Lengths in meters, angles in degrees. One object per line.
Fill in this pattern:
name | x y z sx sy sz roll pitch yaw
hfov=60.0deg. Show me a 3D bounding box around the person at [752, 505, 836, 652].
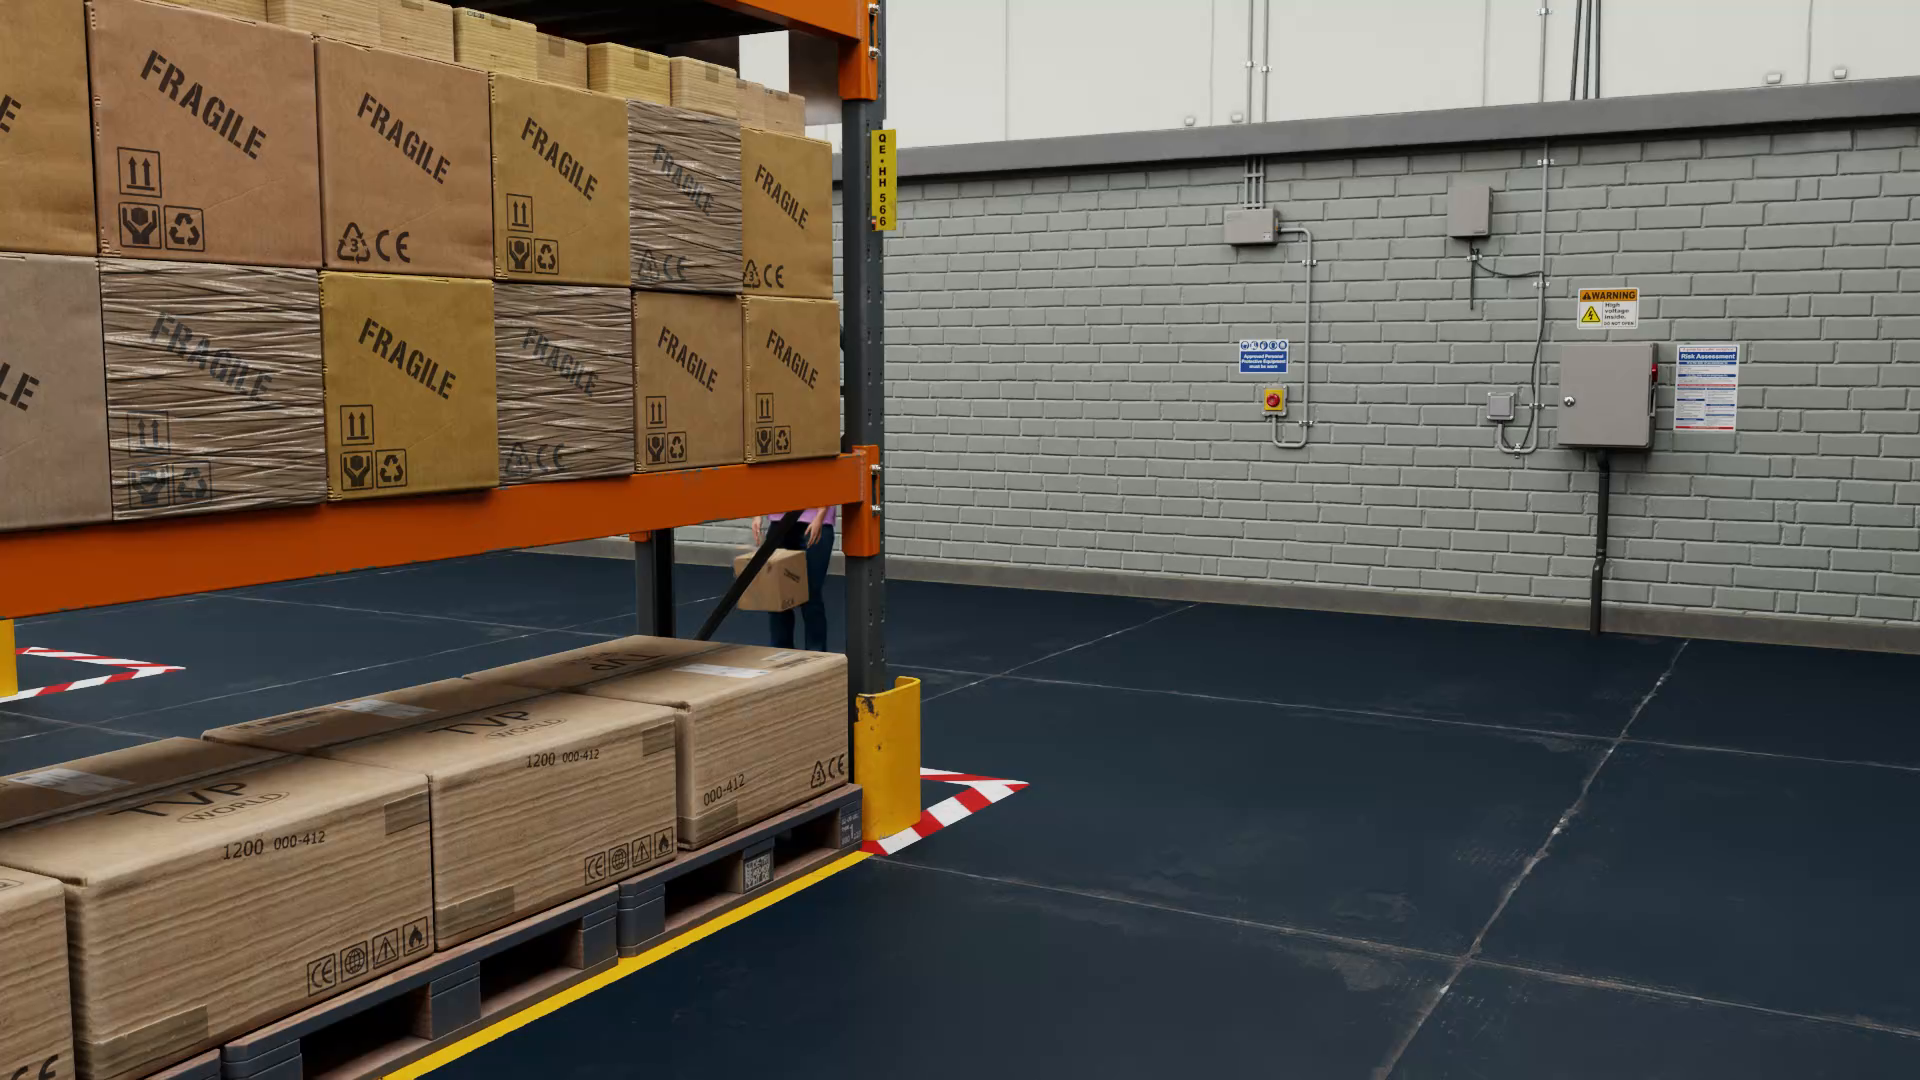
person | -0.794 -0.064 8.133 0.448 1.599 0.371 3 7 27
